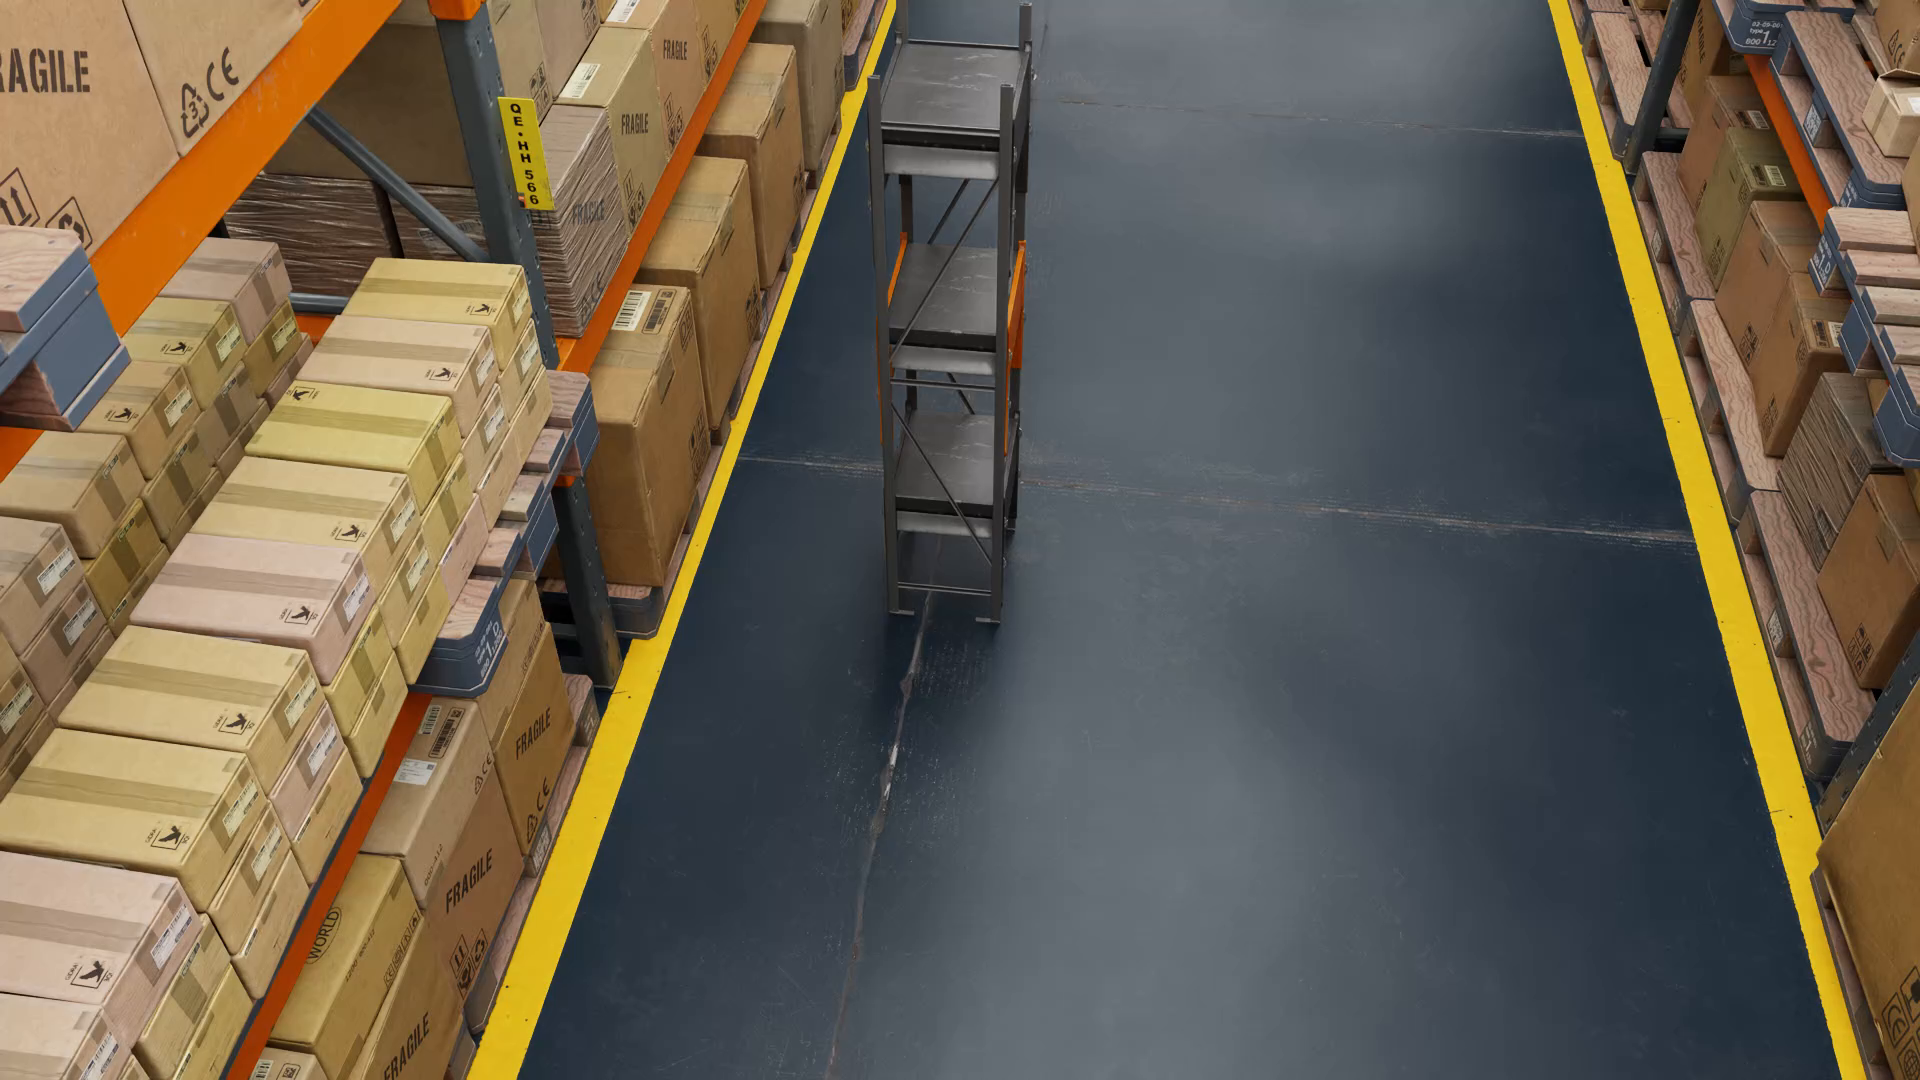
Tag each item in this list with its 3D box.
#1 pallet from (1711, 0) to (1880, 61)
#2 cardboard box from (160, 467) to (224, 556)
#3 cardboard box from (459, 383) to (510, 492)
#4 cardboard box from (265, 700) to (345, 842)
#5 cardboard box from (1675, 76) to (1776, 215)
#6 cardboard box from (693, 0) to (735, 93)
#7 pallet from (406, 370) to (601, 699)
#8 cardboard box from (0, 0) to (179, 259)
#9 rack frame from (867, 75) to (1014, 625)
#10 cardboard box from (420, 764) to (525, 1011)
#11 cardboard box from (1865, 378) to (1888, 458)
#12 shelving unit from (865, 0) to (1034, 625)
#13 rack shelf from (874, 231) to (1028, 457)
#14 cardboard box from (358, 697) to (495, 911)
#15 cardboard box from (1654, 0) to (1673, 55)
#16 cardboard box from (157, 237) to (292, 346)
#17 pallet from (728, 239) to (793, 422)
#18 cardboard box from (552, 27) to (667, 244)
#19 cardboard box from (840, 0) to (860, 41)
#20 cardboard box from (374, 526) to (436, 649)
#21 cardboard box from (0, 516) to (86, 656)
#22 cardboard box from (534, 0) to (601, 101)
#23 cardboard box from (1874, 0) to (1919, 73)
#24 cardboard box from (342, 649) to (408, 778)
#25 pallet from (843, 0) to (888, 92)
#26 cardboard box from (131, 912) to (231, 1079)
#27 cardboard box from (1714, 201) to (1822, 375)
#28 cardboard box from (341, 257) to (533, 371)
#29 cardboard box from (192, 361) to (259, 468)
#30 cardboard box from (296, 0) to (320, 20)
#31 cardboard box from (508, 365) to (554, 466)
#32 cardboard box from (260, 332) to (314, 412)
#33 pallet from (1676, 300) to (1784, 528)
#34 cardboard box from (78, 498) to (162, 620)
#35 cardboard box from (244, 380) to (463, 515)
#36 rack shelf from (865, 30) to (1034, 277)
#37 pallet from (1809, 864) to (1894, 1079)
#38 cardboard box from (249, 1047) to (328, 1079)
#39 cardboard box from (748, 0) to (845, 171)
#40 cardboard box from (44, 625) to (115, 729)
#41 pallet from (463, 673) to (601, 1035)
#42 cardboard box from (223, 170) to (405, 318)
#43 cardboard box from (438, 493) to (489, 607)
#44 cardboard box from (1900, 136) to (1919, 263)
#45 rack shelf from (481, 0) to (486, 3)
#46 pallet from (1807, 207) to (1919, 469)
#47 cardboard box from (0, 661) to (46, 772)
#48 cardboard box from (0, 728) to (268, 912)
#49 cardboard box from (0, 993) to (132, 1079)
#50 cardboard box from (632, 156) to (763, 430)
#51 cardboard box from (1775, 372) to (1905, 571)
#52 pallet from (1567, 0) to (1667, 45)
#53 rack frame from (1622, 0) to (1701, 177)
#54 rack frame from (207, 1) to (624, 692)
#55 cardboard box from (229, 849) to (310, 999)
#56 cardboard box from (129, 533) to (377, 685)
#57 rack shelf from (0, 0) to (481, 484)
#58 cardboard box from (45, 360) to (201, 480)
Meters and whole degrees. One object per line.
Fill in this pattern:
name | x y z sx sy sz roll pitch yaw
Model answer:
pallet | 3.512 -2.286 6.622 1.003 0.211 1.213 5 44 6
cardboard box | -2.005 -0.065 4.014 0.380 0.149 0.250 7 44 8
cardboard box | -1.322 -0.266 4.011 0.380 0.149 0.250 7 44 7
cardboard box | -1.457 0.431 3.274 0.380 0.149 0.250 6 44 7
cardboard box | 3.655 -1.699 7.361 0.700 0.500 0.500 2 43 2
cardboard box | -1.148 -2.005 6.113 0.500 0.500 0.500 5 44 5
pallet | -1.663 -0.092 4.305 1.213 0.211 1.003 5 44 6
cardboard box | -1.622 -0.688 2.541 0.500 0.500 0.500 5 44 6
rack frame | -0.054 -0.483 5.233 0.400 2.100 0.015 5 44 6
cardboard box | -1.575 0.924 4.605 0.500 0.500 0.500 7 44 7
cardboard box | 3.347 -0.484 5.532 0.500 0.250 0.500 10 44 10
shelving unit | -0.022 -0.650 5.409 0.431 2.100 0.503 5 44 6
rack shelf | -0.022 -0.640 5.418 0.431 0.518 0.480 5 44 6
cardboard box | -1.561 0.661 4.338 0.500 0.250 0.500 6 44 6
cardboard box | 3.918 -2.768 8.505 0.500 0.500 0.500 19 46 19
cardboard box | -1.928 -0.634 4.183 0.380 0.149 0.250 5 44 6
pallet | -1.332 -1.004 7.157 1.003 0.211 1.213 5 44 6
cardboard box | -1.283 -1.322 5.392 0.500 0.500 0.500 5 44 5
cardboard box | -0.993 -3.187 8.674 0.875 0.875 0.875 6 44 6
cardboard box | -1.388 0.084 3.641 0.380 0.149 0.250 5 44 6
cardboard box | -2.067 0.078 3.431 0.380 0.149 0.250 7 44 7
cardboard box | -1.540 -1.707 5.071 0.700 0.500 0.500 5 44 5
cardboard box | 3.620 -1.864 5.656 0.797 0.503 0.637 9 44 10
cardboard box | -1.423 0.357 3.569 0.380 0.149 0.250 3 44 4
pallet | -0.968 -2.882 9.140 1.003 0.211 1.213 5 44 6
cardboard box | -1.527 0.778 2.907 0.380 0.149 0.250 5 44 5
cardboard box | 3.500 -0.995 6.617 0.700 0.500 0.500 2 43 2
cardboard box | -1.285 -0.559 4.103 0.380 0.149 0.250 4 44 4
cardboard box | -1.971 -0.330 4.078 0.380 0.149 0.250 7 44 8
cardboard box | -1.498 -1.371 3.261 0.500 0.500 0.500 5 44 6
cardboard box | -1.284 -0.341 4.305 0.380 0.149 0.250 6 44 6
cardboard box | -1.934 -0.432 4.402 0.380 0.149 0.250 5 44 5
pallet | 3.497 -0.487 6.610 1.003 0.211 1.213 5 44 6
cardboard box | -2.036 0.024 3.704 0.380 0.149 0.250 5 44 6
cardboard box | -1.355 -0.209 3.734 0.380 0.149 0.250 6 44 7
rack shelf | -0.022 -1.148 4.937 0.431 0.518 0.480 5 44 6
pallet | 3.050 1.405 4.612 1.003 0.211 1.213 5 44 6
cardboard box | -1.704 1.362 3.597 0.500 0.250 0.500 7 44 7
cardboard box | -1.139 -2.288 7.815 1.050 0.750 0.750 5 44 5
cardboard box | -2.072 0.301 3.628 0.380 0.149 0.250 7 44 7
pallet | -1.779 0.888 5.159 1.003 0.211 1.213 5 44 6
cardboard box | -1.881 -1.025 5.078 0.500 0.500 0.500 5 44 6
cardboard box | -1.352 0.004 3.942 0.380 0.149 0.250 6 44 6
cardboard box | 3.235 -1.088 4.839 0.700 0.500 0.500 11 45 12
rack shelf | -1.410 -2.848 5.418 1.077 0.370 4.000 5 44 6
pallet | 3.217 -0.563 4.803 1.213 0.211 1.003 5 44 6
cardboard box | -2.106 0.362 3.347 0.380 0.149 0.250 5 44 5
cardboard box | -1.493 0.499 2.985 0.380 0.149 0.250 6 44 7
cardboard box | -1.559 0.855 2.610 0.380 0.149 0.250 5 44 5
cardboard box | -1.393 -0.996 6.451 1.050 0.750 0.750 6 44 6
cardboard box | 3.358 -0.227 5.806 0.700 0.500 0.500 2 43 2
pallet | 3.970 -3.146 9.419 1.003 0.211 1.213 5 44 6
rack frame | 3.757 -2.864 7.093 1.000 3.000 0.127 5 44 6
rack frame | -1.675 -0.657 4.763 1.000 3.000 0.127 5 44 6
cardboard box | -1.492 0.719 3.186 0.380 0.149 0.250 3 44 4
cardboard box | -1.424 0.137 3.369 0.380 0.149 0.250 5 44 6
rack shelf | -1.939 -0.122 2.539 1.077 0.370 4.000 5 44 6
cardboard box | -1.997 -0.287 3.816 0.380 0.149 0.250 5 44 5
